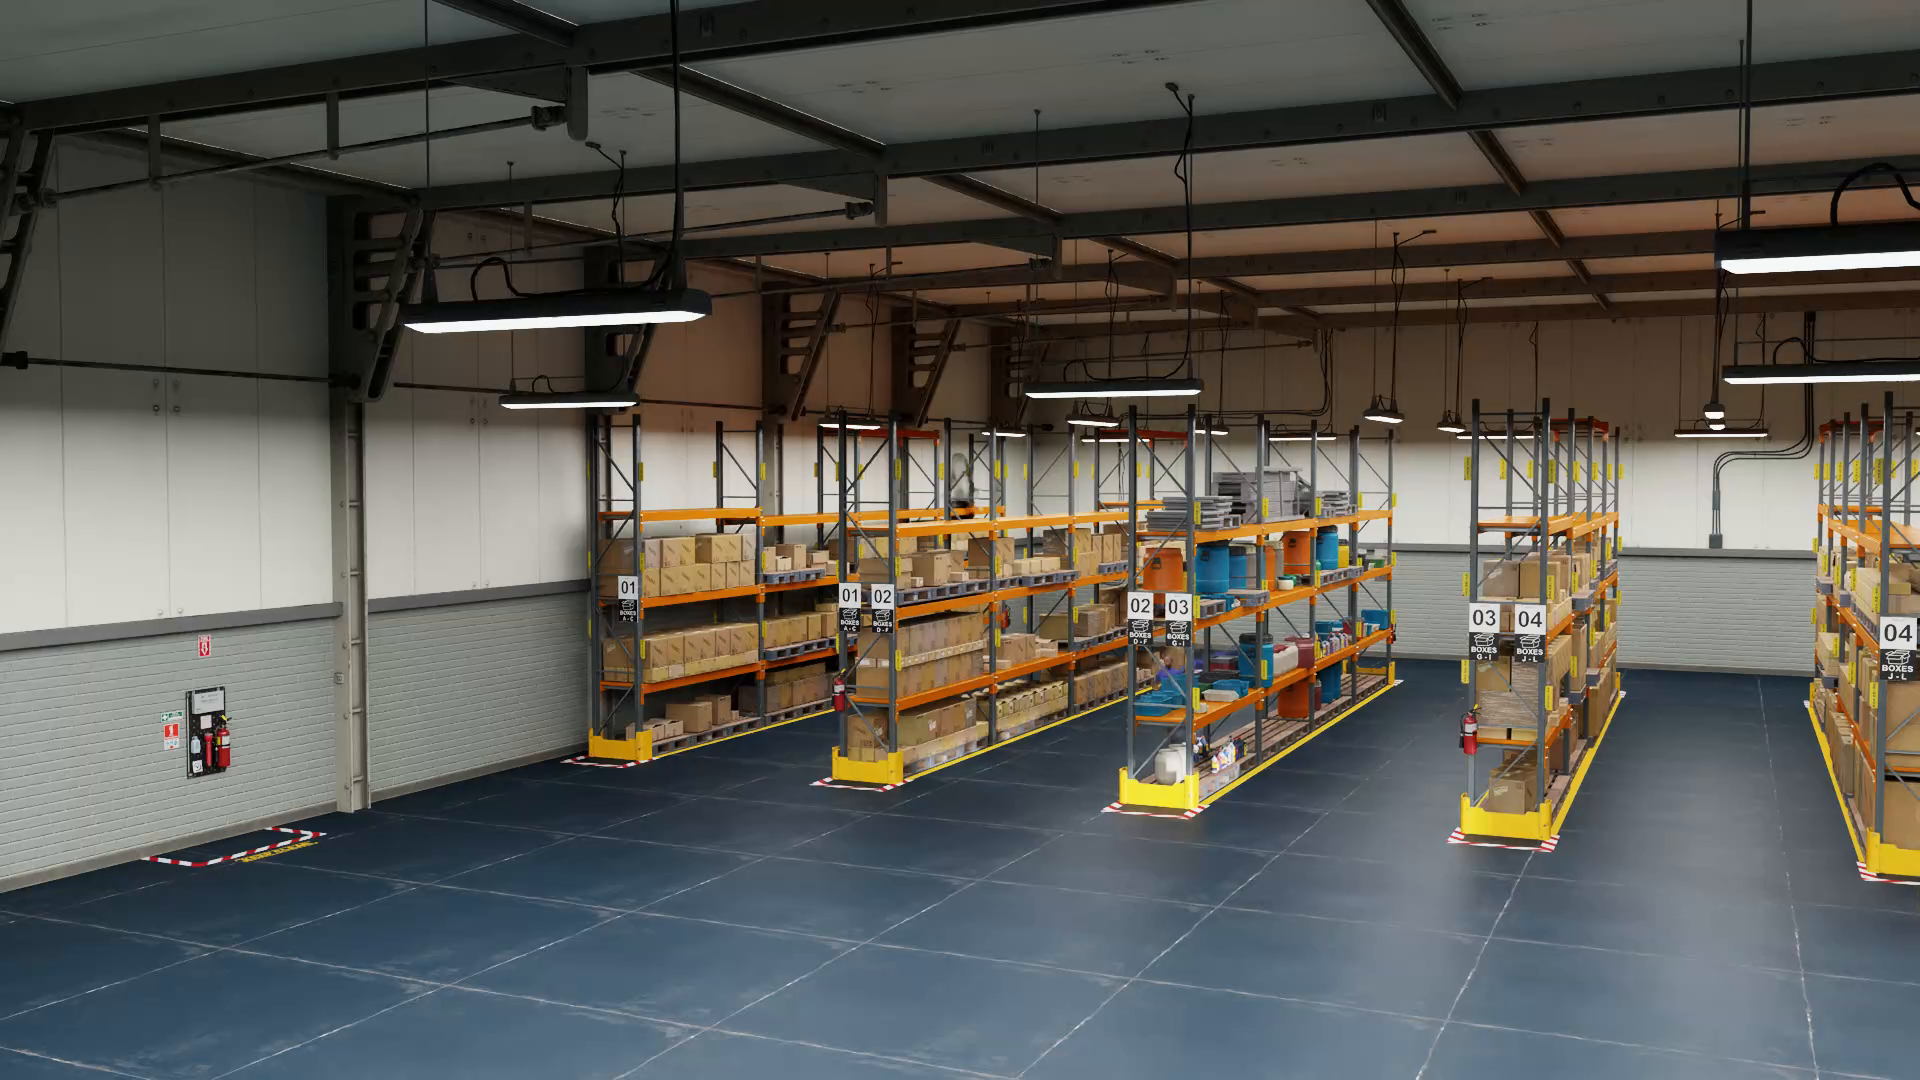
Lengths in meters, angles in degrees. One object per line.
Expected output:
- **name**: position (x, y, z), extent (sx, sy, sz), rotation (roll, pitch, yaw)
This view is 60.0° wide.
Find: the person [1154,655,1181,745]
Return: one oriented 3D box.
- **person**: position (3.865, 2.944, 30.762), extent (0.587, 1.628, 0.698), rotation (1, 3, 24)
